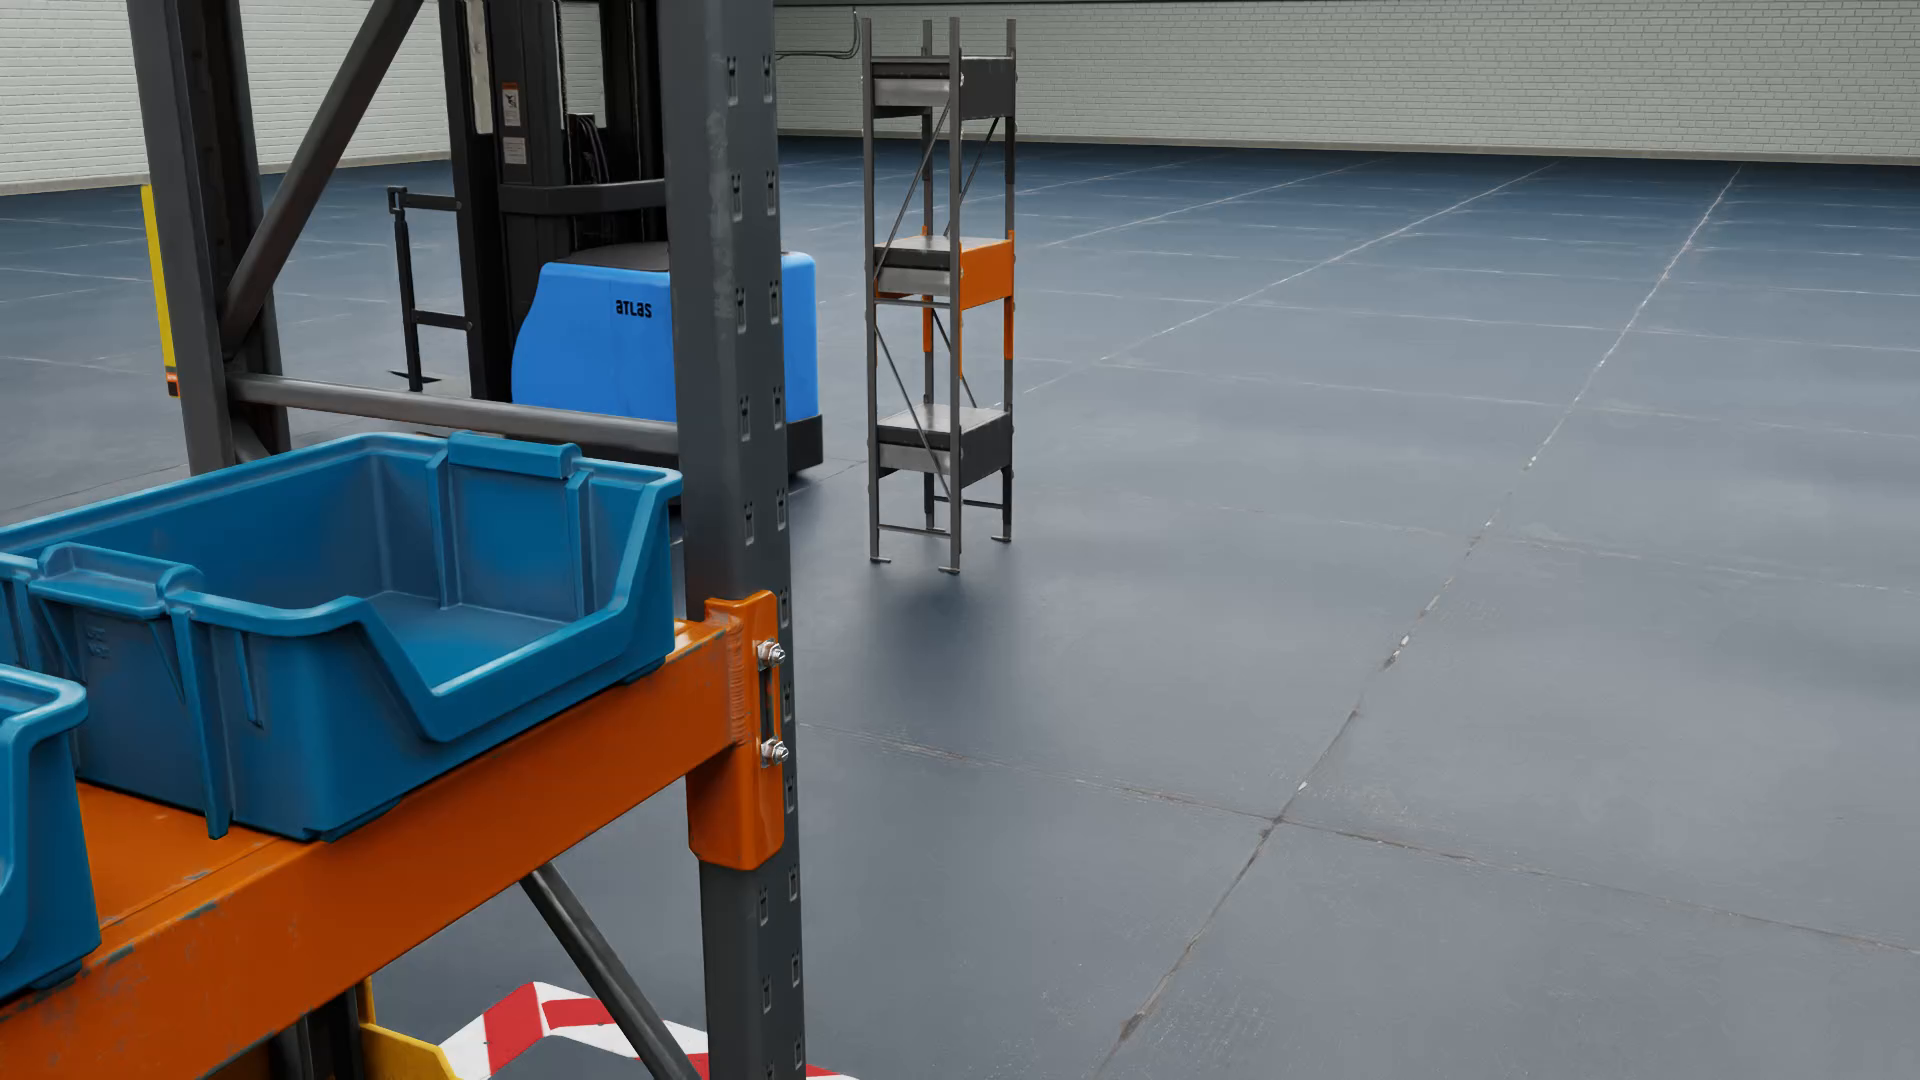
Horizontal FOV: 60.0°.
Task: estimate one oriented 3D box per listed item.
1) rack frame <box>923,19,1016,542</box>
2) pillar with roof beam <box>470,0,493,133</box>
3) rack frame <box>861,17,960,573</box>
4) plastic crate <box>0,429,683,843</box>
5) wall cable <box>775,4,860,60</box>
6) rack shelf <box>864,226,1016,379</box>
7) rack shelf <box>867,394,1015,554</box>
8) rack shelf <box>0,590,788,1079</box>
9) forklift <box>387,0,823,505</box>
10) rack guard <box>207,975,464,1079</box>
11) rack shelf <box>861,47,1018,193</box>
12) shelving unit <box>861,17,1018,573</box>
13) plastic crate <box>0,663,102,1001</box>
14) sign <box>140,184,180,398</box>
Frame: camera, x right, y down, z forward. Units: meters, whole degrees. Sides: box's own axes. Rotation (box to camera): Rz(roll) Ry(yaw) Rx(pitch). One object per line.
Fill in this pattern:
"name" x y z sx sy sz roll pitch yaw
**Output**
"rack frame" 0.035 -1.027 6.793 0.400 2.100 0.015 8 18 25
"pillar with roof beam" -4.978 -11.070 28.490 9.100 9.000 0.400 8 18 25
"rack frame" -0.183 -0.902 6.374 0.400 2.100 0.015 8 18 25
"plastic crate" -0.654 0.067 1.792 0.499 0.251 0.616 8 18 25
"wall cable" -3.649 -12.240 37.882 3.097 2.526 0.112 8 18 25
"rack shelf" -0.074 -0.951 6.587 0.431 0.518 0.480 8 18 25
"rack shelf" -0.074 -0.280 6.787 0.431 0.518 0.480 8 18 25
"rack shelf" -1.591 0.684 0.715 1.077 0.370 4.000 8 18 25
"forklift" -2.163 -1.844 8.084 3.031 2.935 1.130 11 20 33
"rack guard" -0.689 1.054 2.598 1.175 0.500 0.348 8 18 25
"rack shelf" -0.074 -1.622 6.388 0.431 0.518 0.480 8 18 25
"shelving unit" -0.074 -0.964 6.583 0.431 2.100 0.503 8 18 25
"plastic crate" -0.949 0.232 1.237 0.499 0.251 0.408 8 18 25
"sign" -1.188 -0.374 2.528 0.100 0.325 0.005 8 18 25
